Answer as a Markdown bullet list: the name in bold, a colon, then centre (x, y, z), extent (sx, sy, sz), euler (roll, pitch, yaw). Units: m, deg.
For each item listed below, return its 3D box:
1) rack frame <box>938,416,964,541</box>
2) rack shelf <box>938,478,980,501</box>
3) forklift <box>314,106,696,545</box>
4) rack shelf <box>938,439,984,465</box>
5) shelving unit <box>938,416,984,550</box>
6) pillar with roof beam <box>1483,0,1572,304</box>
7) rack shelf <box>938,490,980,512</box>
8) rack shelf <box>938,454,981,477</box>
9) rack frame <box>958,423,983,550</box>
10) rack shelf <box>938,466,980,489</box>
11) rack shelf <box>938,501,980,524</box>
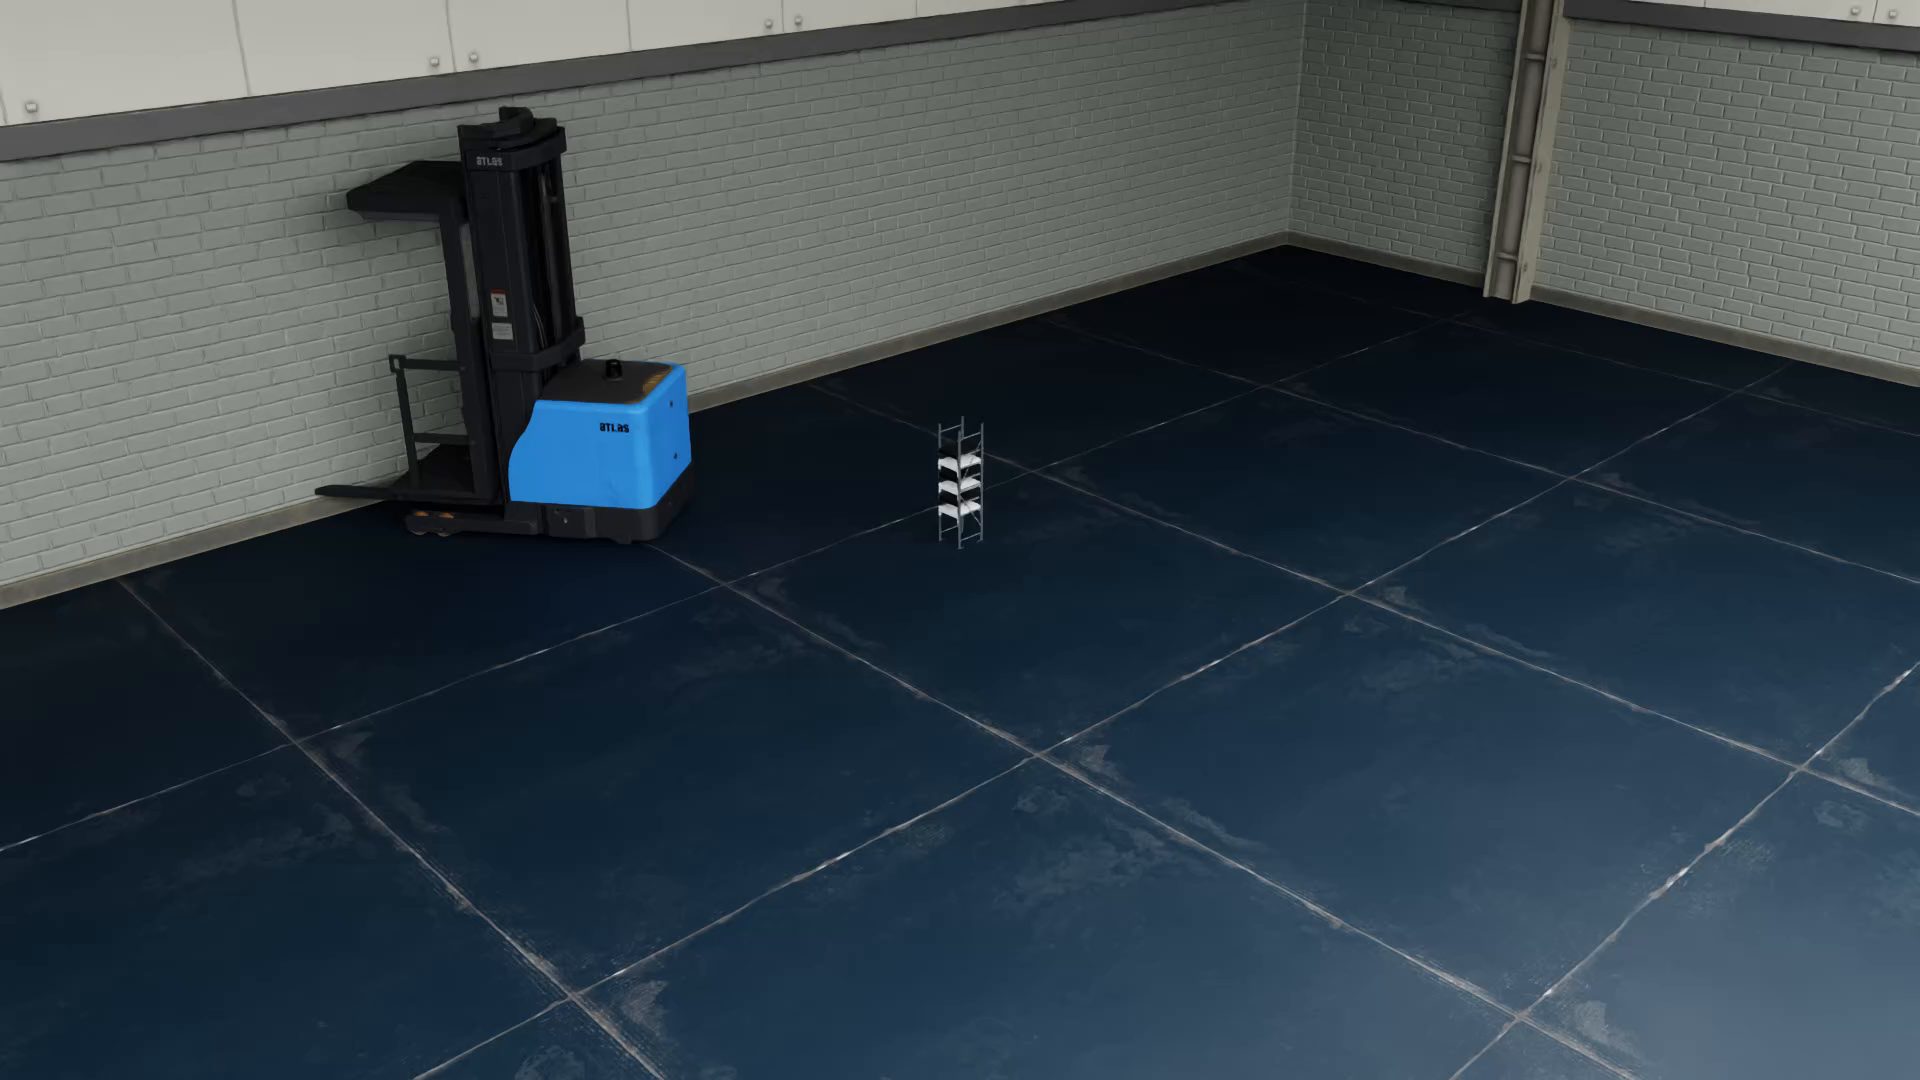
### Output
- **rack frame**: centre (-0.064, -0.438, 11.922), extent (0.240, 0.900, 0.006), euler (-21, 32, -38)
- **rack shelf**: centre (0.006, -0.377, 11.868), extent (0.258, 0.077, 0.200), euler (-21, 32, -38)
- **forklift**: centre (-3.585, -1.571, 11.959), extent (3.031, 2.935, 1.130), euler (4, 25, 8)
- **rack shelf**: centre (0.006, -0.622, 11.756), extent (0.258, 0.077, 0.200), euler (-21, 32, -38)
- **shelving unit**: centre (0.006, -0.407, 11.855), extent (0.258, 0.900, 0.210), euler (-21, 32, -38)
- **pillar with roof beam**: centre (2.677, -5.455, 13.162), extent (9.100, 9.000, 0.400), euler (-21, 32, -38)
- **rack shelf**: centre (0.006, -0.295, 11.906), extent (0.258, 0.077, 0.200), euler (-21, 32, -38)
- **rack shelf**: centre (0.006, -0.540, 11.794), extent (0.258, 0.077, 0.200), euler (-21, 32, -38)
- **rack frame**: centre (0.075, -0.376, 11.787), extent (0.240, 0.900, 0.006), euler (-21, 32, -38)
- **rack shelf**: centre (0.006, -0.459, 11.831), extent (0.258, 0.077, 0.200), euler (-21, 32, -38)
- **rack shelf**: centre (0.006, -0.213, 11.943), extent (0.258, 0.077, 0.200), euler (-21, 32, -38)
